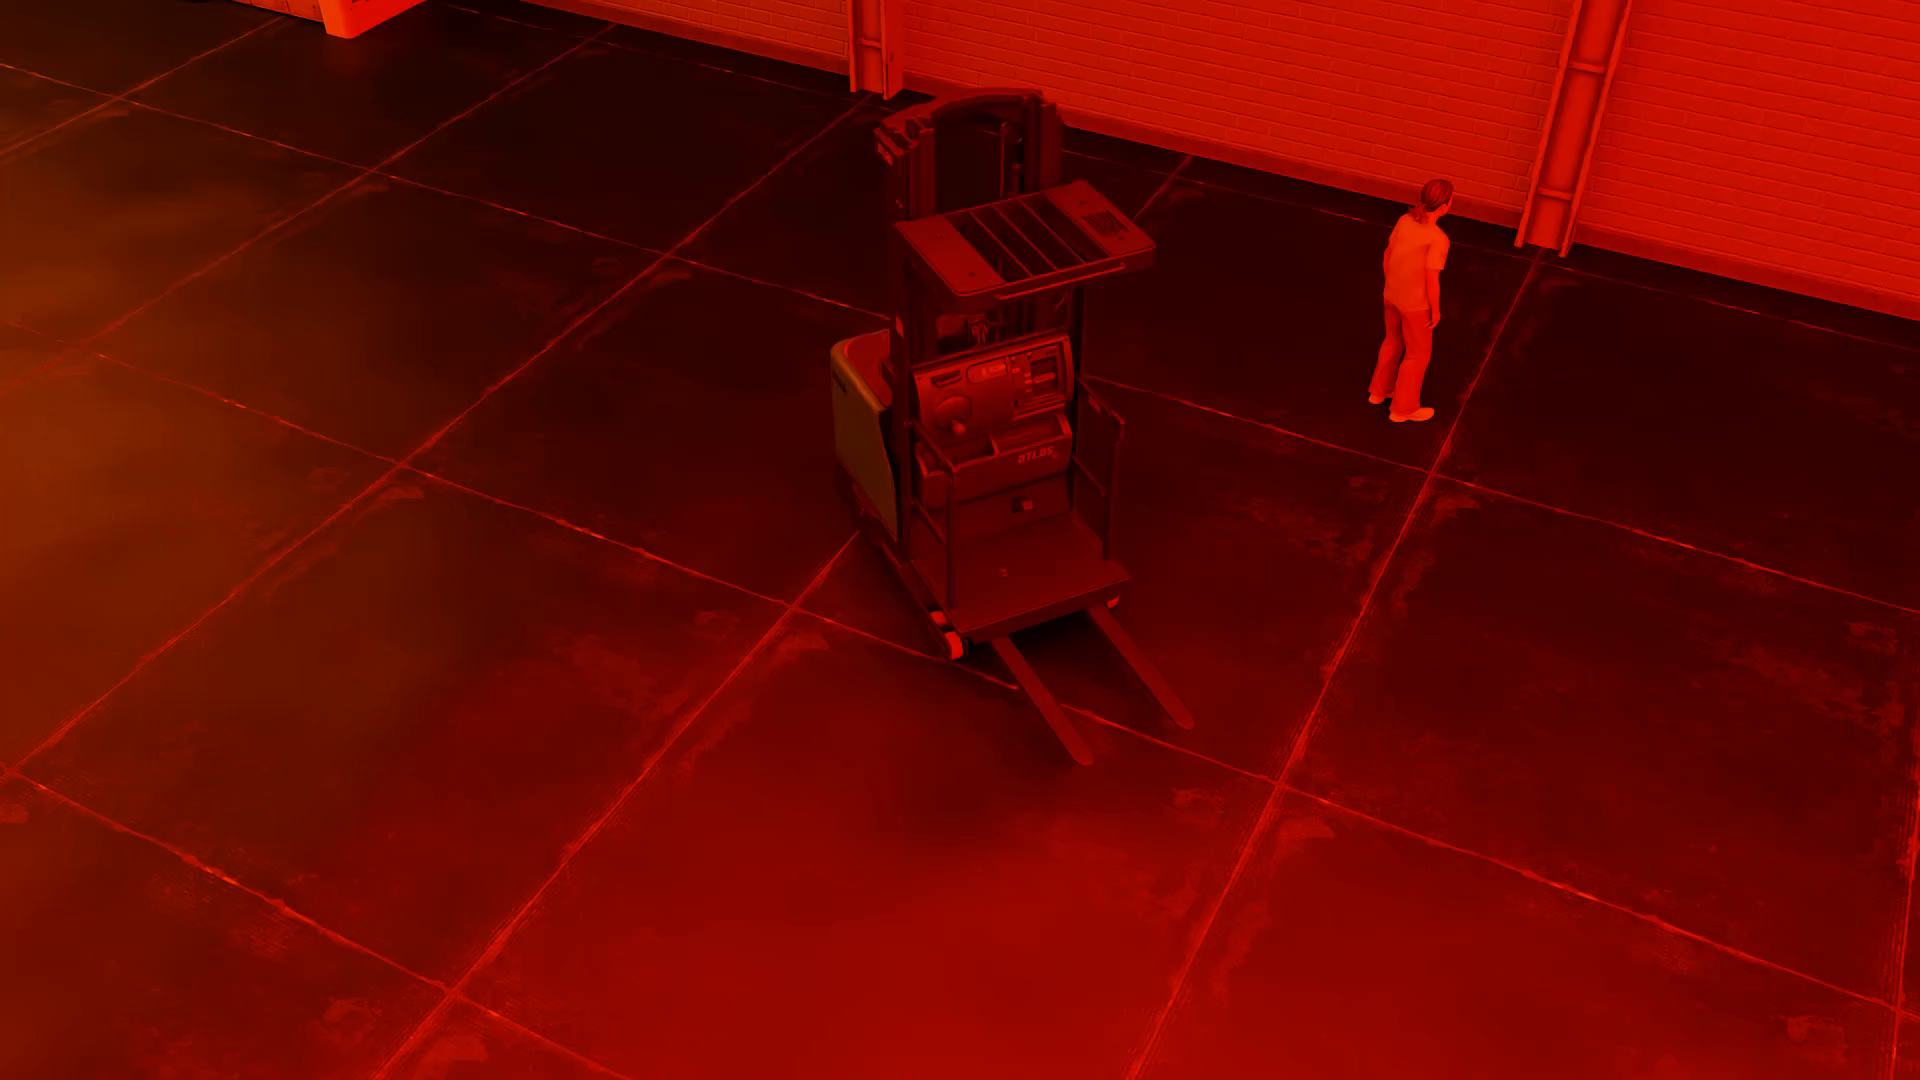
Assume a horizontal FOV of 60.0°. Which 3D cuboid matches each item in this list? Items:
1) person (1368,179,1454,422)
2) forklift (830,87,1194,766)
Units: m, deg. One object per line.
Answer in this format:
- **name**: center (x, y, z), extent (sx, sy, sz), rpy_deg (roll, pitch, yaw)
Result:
- **person**: center (2.951, -1.563, 10.821), extent (0.365, 1.671, 0.516), rpy_deg (-19, 44, -21)
- **forklift**: center (0.285, -0.762, 8.892), extent (1.130, 2.935, 3.031), rpy_deg (-17, 43, -19)
